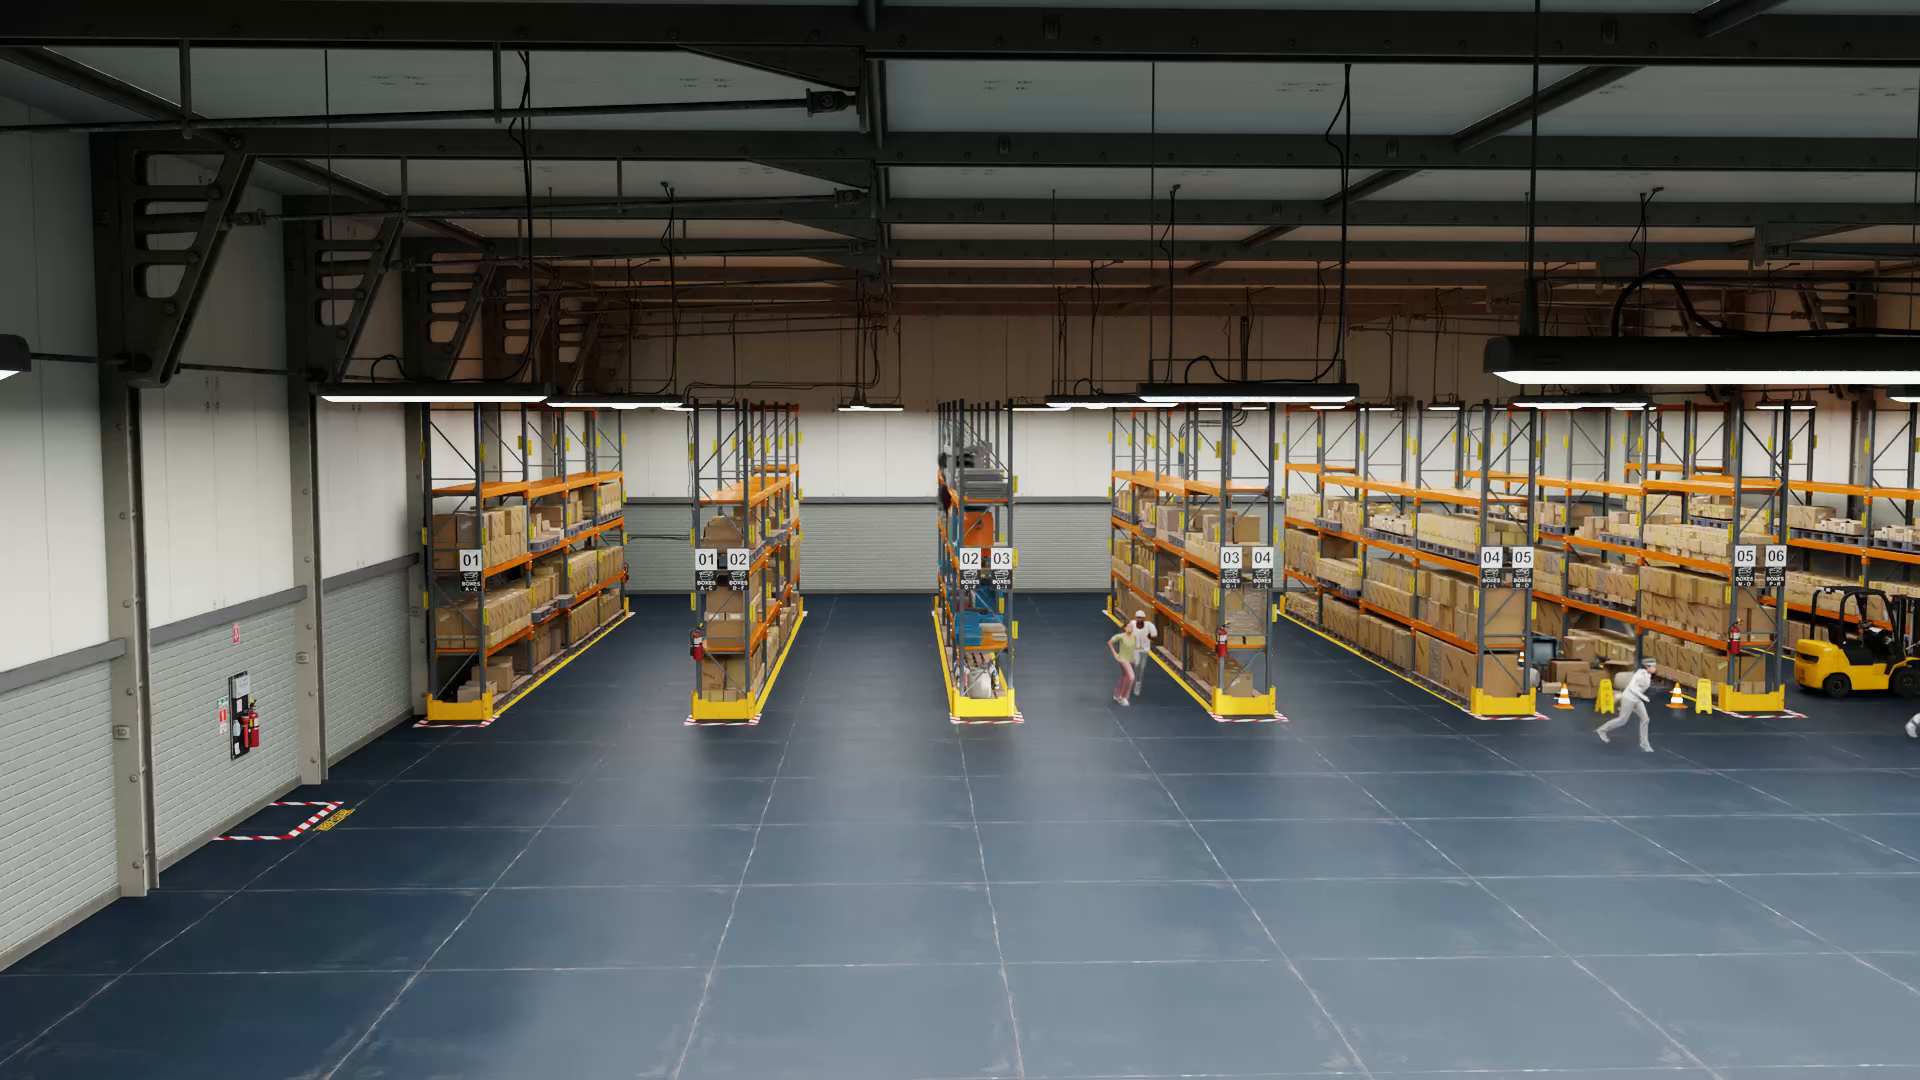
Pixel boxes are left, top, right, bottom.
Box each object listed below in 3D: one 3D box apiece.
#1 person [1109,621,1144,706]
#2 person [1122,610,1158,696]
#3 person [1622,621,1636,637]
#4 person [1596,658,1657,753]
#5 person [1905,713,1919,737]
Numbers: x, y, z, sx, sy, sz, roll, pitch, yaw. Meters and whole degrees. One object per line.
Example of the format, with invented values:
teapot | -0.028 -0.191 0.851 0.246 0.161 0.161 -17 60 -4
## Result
person | 3.263 2.434 32.694 0.577 1.675 0.744 -3 5 -37
person | 3.672 2.281 34.009 0.686 1.748 0.936 0 4 -3
person | 16.593 1.740 40.929 0.681 1.766 0.721 0 4 -3
person | 11.410 2.795 28.436 0.978 1.616 0.655 3 5 36
person | 16.892 2.714 28.743 0.704 1.731 1.057 -2 5 -29
